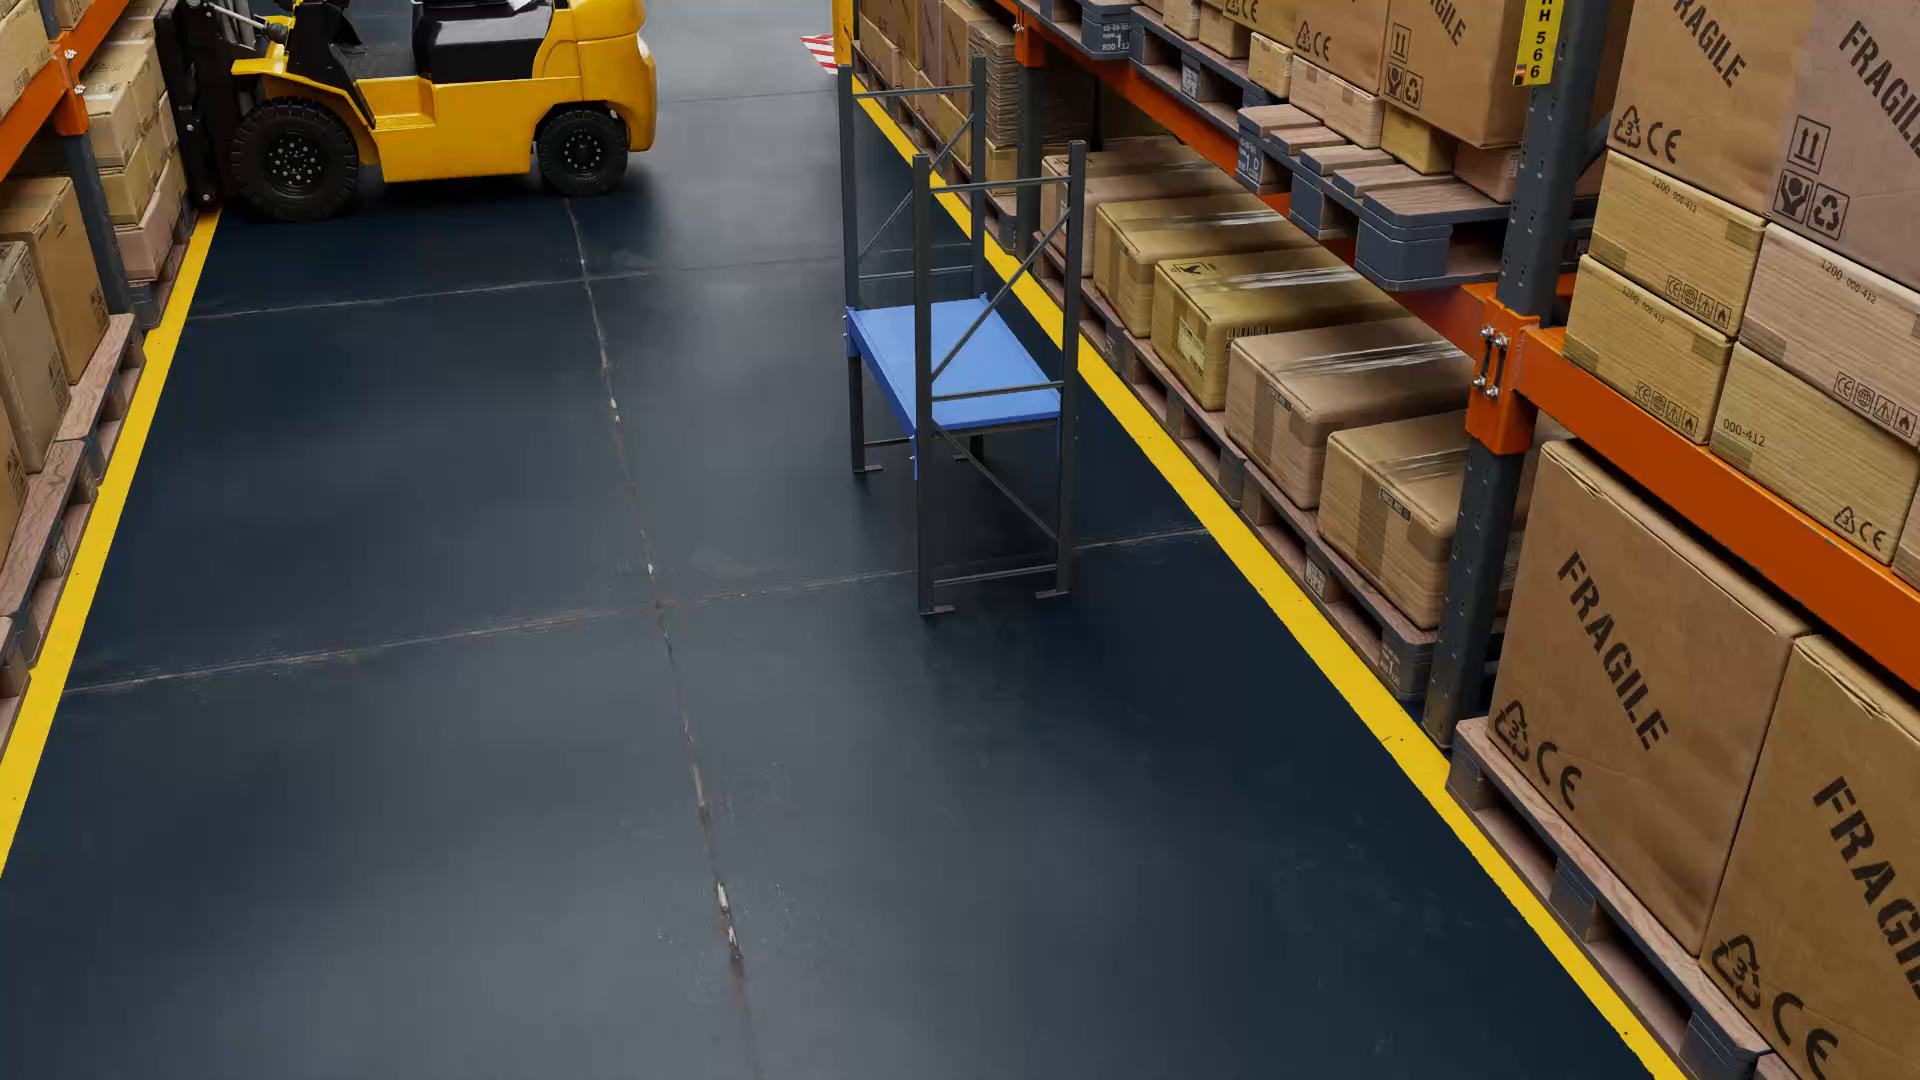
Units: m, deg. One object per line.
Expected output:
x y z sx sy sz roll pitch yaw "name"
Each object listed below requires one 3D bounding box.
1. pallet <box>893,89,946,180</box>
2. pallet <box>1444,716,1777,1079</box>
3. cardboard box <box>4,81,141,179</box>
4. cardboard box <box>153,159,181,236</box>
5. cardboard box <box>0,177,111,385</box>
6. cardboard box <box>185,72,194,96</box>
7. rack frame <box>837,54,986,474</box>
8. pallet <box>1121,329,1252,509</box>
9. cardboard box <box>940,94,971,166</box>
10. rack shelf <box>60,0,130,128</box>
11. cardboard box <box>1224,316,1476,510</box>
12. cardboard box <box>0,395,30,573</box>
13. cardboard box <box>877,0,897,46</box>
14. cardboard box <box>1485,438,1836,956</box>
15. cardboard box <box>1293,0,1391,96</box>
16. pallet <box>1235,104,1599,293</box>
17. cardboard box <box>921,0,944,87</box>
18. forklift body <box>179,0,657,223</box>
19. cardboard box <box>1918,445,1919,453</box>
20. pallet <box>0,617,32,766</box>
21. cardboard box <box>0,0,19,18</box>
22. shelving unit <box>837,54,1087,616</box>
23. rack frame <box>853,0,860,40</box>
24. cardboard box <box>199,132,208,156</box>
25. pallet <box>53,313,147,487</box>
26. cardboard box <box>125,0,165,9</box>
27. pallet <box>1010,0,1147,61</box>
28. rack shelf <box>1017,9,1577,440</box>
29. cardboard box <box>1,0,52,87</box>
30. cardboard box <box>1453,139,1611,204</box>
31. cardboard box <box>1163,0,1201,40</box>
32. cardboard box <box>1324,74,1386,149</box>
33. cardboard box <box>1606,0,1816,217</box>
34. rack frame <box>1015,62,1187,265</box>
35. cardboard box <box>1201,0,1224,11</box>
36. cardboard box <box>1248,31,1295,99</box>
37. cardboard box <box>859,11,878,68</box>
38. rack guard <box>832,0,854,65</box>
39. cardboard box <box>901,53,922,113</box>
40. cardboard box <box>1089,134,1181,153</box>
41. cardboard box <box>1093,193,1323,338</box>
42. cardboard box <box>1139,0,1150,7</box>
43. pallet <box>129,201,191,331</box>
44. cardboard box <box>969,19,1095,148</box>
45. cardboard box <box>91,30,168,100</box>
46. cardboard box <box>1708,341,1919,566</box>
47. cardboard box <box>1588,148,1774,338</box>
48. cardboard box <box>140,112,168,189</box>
0.229 -2.428 9.734 1.003 0.211 1.213 -8 31 -13 "pallet"
1.967 0.805 4.149 1.003 0.211 1.213 -8 31 -13 "pallet"
-3.842 -1.763 7.129 0.500 0.250 0.500 -8 31 -14 "cardboard box"
-3.975 -1.576 7.803 0.500 0.250 0.500 -9 31 -14 "cardboard box"
-3.867 -0.966 6.377 0.875 0.625 0.625 -6 31 -11 "cardboard box"
-4.238 -2.277 8.516 0.500 0.250 0.500 -8 31 -13 "cardboard box"
-0.158 -0.936 5.870 0.500 1.500 0.032 -8 31 -13 "rack frame"
1.304 -0.552 6.493 1.003 0.211 1.213 -8 31 -13 "pallet"
0.202 -2.222 8.920 0.500 0.250 0.500 -9 31 -15 "cardboard box"
-4.547 -2.718 8.169 1.077 0.370 4.000 -8 31 -13 "rack shelf"
1.487 -0.467 5.766 0.950 0.372 0.625 -8 31 -14 "cardboard box"
-3.466 -0.228 5.101 0.875 0.625 0.625 -9 31 -15 "cardboard box"
-0.196 -3.283 10.005 0.500 0.500 0.500 -9 31 -15 "cardboard box"
1.934 0.290 3.957 0.875 0.875 0.875 -8 31 -14 "cardboard box"
1.294 -1.577 4.665 0.500 0.500 0.500 -8 31 -14 "cardboard box"
1.539 -1.040 4.744 1.213 0.211 1.003 -8 31 -13 "pallet"
0.080 -2.783 9.141 0.500 0.500 0.500 -6 31 -11 "cardboard box"
-2.815 -2.954 8.707 2.313 2.155 1.214 -8 31 -13 "forklift body"
1.983 -0.175 2.708 0.500 0.250 0.500 -8 31 -13 "cardboard box"
-3.135 0.673 4.377 1.003 0.211 1.213 -8 31 -13 "pallet"
-3.639 -2.011 5.881 0.500 0.250 0.500 -9 31 -14 "cardboard box"
-0.023 -0.690 5.445 0.538 1.500 1.048 -8 31 -13 "shelving unit"
-0.293 -4.657 10.801 1.000 3.000 0.127 -8 31 -13 "rack frame"
-4.242 -2.070 8.657 0.500 0.250 0.500 -7 31 -12 "cardboard box"
-3.783 -0.506 6.413 1.003 0.211 1.213 -8 31 -13 "pallet"
-4.370 -2.750 8.835 0.500 0.250 0.500 -7 31 -13 "cardboard box"
0.831 -2.253 6.840 1.003 0.211 1.213 -8 31 -13 "pallet"
1.300 -1.447 5.975 1.077 0.370 4.000 -8 31 -13 "rack shelf"
-3.630 -1.789 5.997 0.500 0.250 0.500 -7 31 -12 "cardboard box"
1.517 -0.993 4.303 0.380 0.149 0.250 -7 31 -11 "cardboard box"
0.930 -1.856 5.793 0.380 0.149 0.250 -7 31 -11 "cardboard box"
1.266 -1.228 4.710 0.380 0.149 0.250 -8 31 -14 "cardboard box"
1.726 -0.998 3.382 0.500 0.500 0.500 -9 31 -15 "cardboard box"
0.769 -2.725 7.463 1.000 3.000 0.127 -8 31 -13 "rack frame"
1.015 -2.085 5.542 0.500 0.500 0.500 -9 31 -15 "cardboard box"
1.120 -1.482 5.148 0.380 0.149 0.250 -7 31 -12 "cardboard box"
-0.345 -3.222 10.648 0.500 0.250 0.500 -8 31 -14 "cardboard box"
-0.273 -3.538 11.364 1.175 0.500 0.348 -8 31 -13 "rack guard"
-0.060 -2.713 9.768 0.500 0.250 0.500 -6 31 -10 "cardboard box"
0.873 -2.037 8.601 0.500 0.250 0.500 -9 31 -16 "cardboard box"
1.105 -1.169 6.980 0.950 0.372 0.625 -6 31 -10 "cardboard box"
0.846 -2.111 6.234 0.380 0.149 0.250 -7 31 -13 "cardboard box"
-4.187 -1.246 7.692 1.003 0.211 1.213 -8 31 -13 "pallet"
0.353 -2.291 8.291 0.500 0.500 0.500 -8 31 -14 "cardboard box"
-4.111 -2.250 7.970 0.500 0.250 0.500 -7 31 -12 "cardboard box"
1.871 -0.212 3.273 0.500 0.250 0.500 -9 31 -15 "cardboard box"
1.727 -0.667 3.558 0.500 0.250 0.500 -8 31 -14 "cardboard box"
-3.982 -1.789 7.673 0.500 0.250 0.500 -8 31 -14 "cardboard box"
